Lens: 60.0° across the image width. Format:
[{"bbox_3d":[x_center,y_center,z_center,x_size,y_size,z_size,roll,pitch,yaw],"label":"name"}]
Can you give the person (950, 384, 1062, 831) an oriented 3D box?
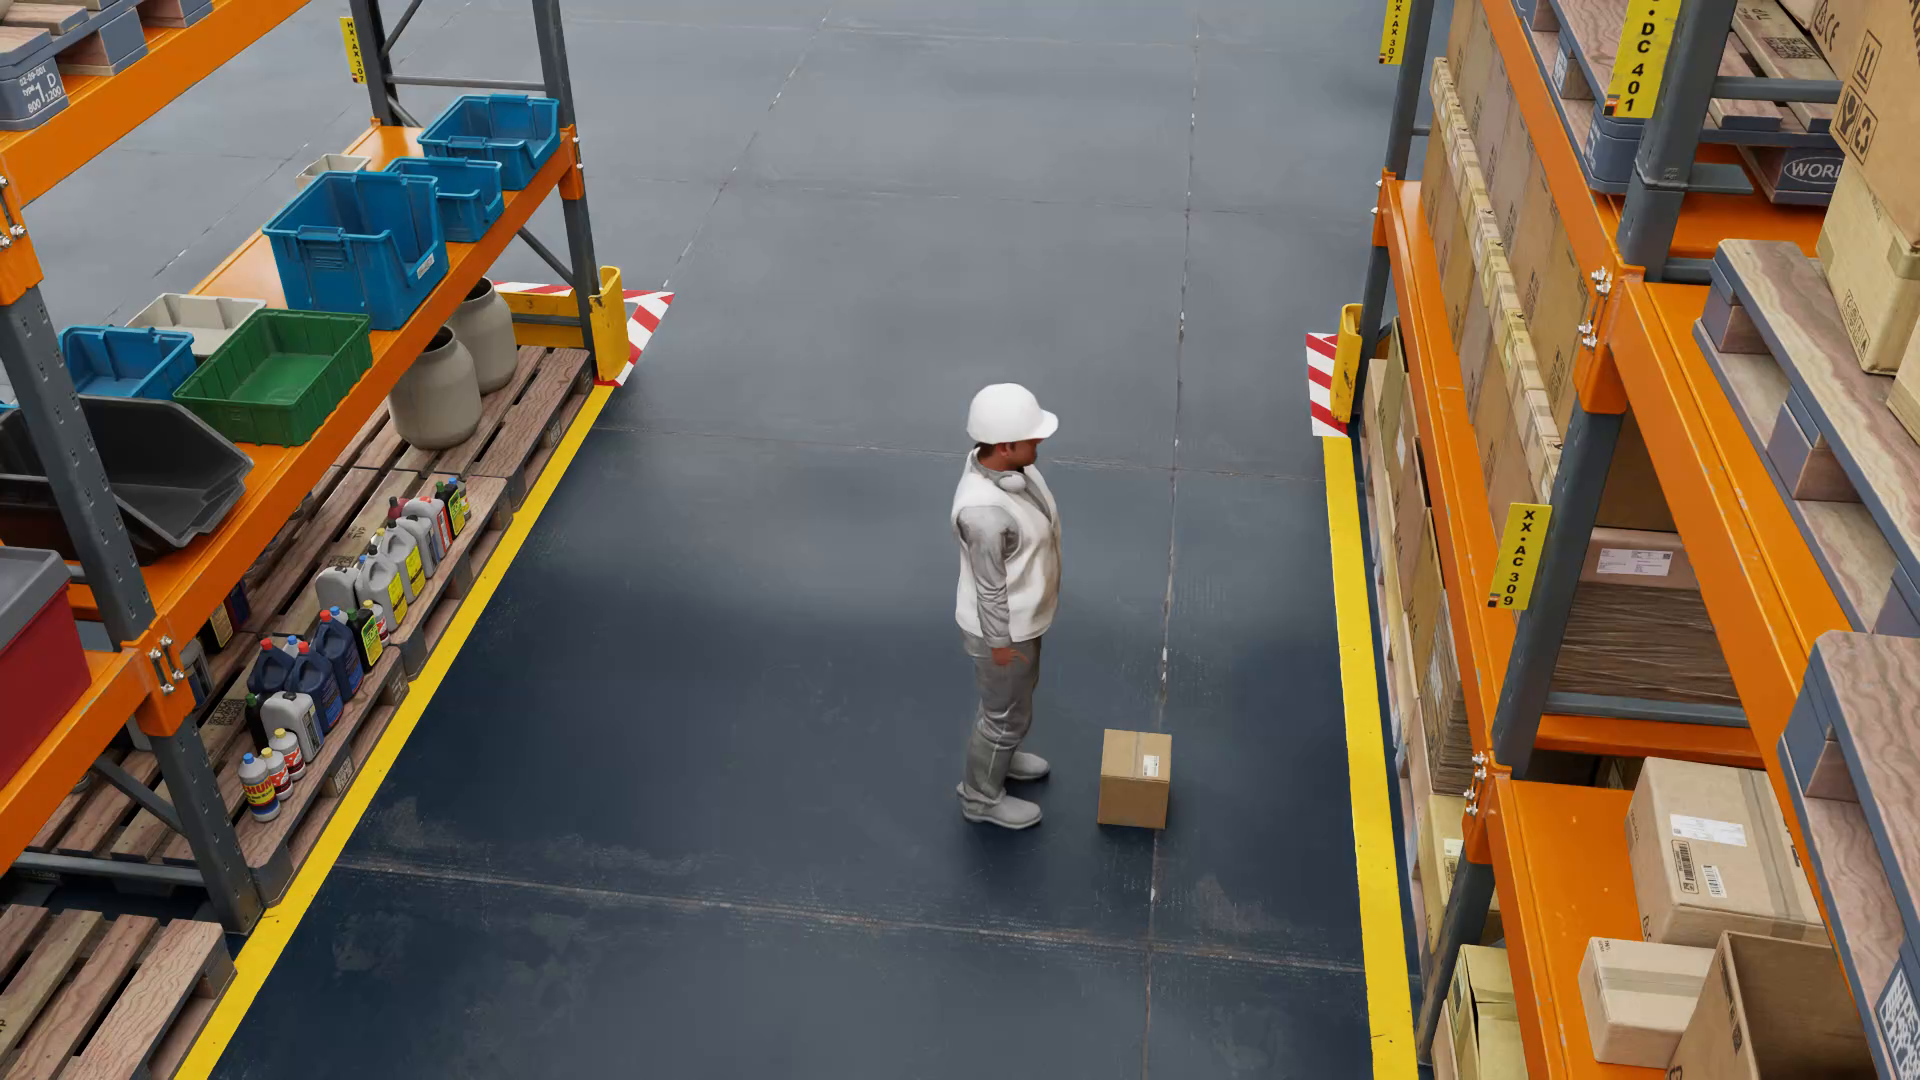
[{"bbox_3d":[0.167,0.230,5.813,0.360,1.767,0.532,5,36,7],"label":"person"}]
